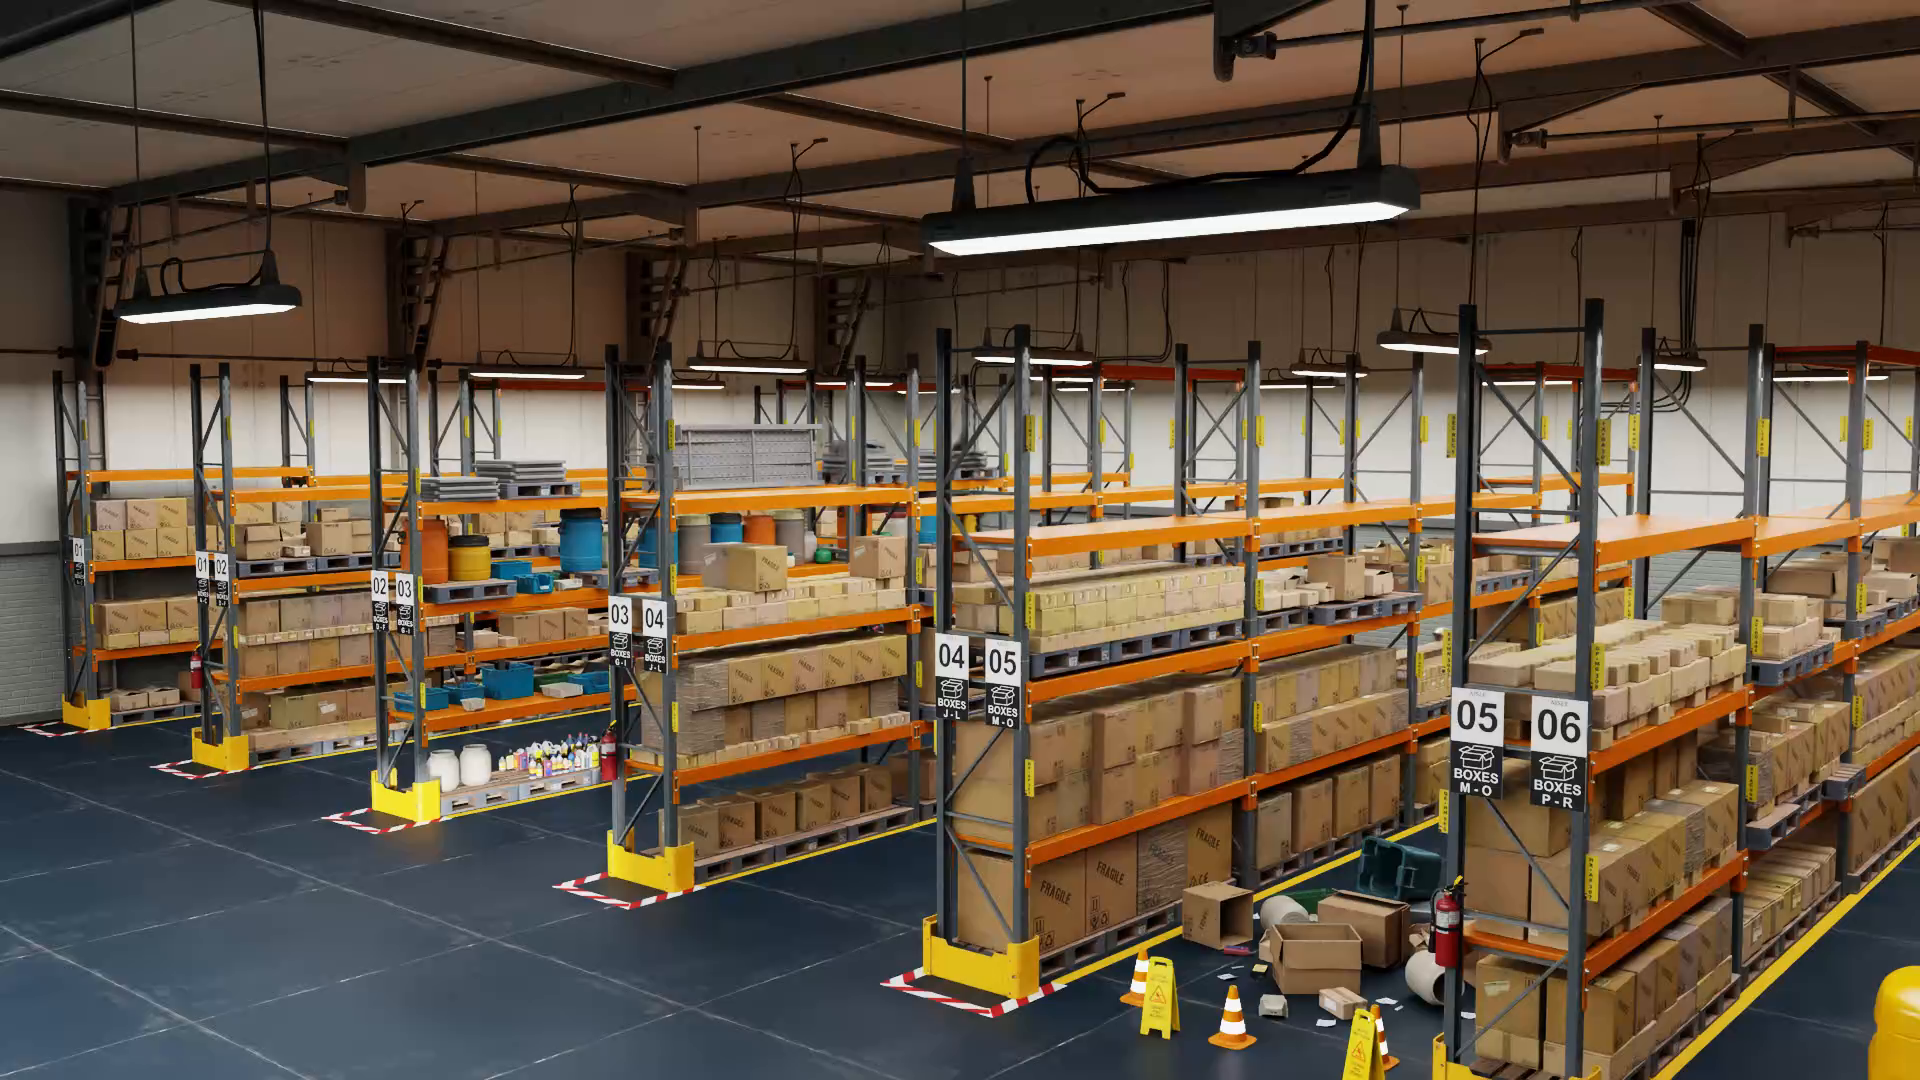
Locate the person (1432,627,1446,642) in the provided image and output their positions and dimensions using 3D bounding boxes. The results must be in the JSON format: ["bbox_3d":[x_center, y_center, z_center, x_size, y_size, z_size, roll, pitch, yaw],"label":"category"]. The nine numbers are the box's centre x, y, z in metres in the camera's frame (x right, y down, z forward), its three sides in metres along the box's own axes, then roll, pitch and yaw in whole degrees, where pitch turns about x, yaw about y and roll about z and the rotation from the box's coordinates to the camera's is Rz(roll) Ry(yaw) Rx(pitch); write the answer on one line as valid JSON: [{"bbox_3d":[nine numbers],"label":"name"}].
[{"bbox_3d":[7.888,2.334,27.124,0.732,1.841,0.668,-4,6,-44],"label":"person"}]
